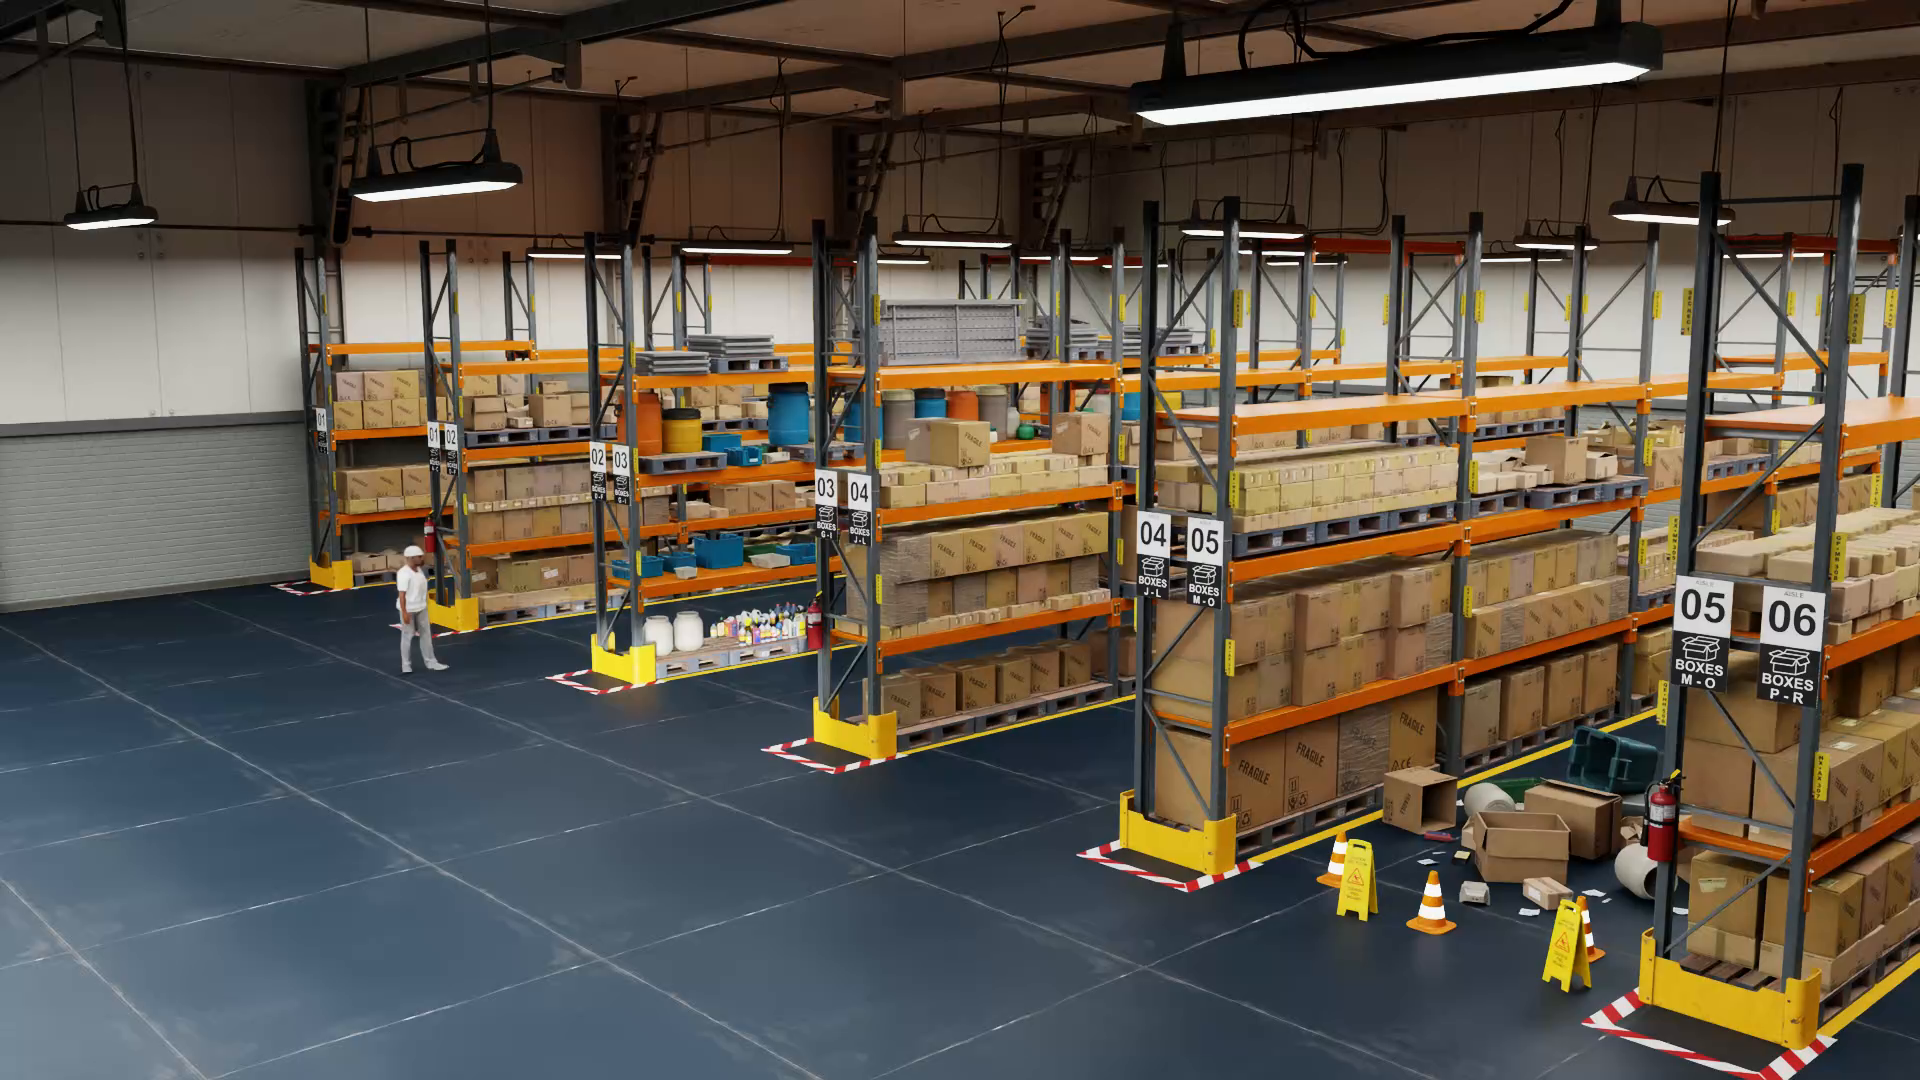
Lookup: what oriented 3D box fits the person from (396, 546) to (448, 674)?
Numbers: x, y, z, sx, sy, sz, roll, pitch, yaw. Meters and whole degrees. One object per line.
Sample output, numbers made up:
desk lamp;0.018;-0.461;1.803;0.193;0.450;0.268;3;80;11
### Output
person;-7.467;0.956;22.881;0.568;1.759;0.631;4;9;24
